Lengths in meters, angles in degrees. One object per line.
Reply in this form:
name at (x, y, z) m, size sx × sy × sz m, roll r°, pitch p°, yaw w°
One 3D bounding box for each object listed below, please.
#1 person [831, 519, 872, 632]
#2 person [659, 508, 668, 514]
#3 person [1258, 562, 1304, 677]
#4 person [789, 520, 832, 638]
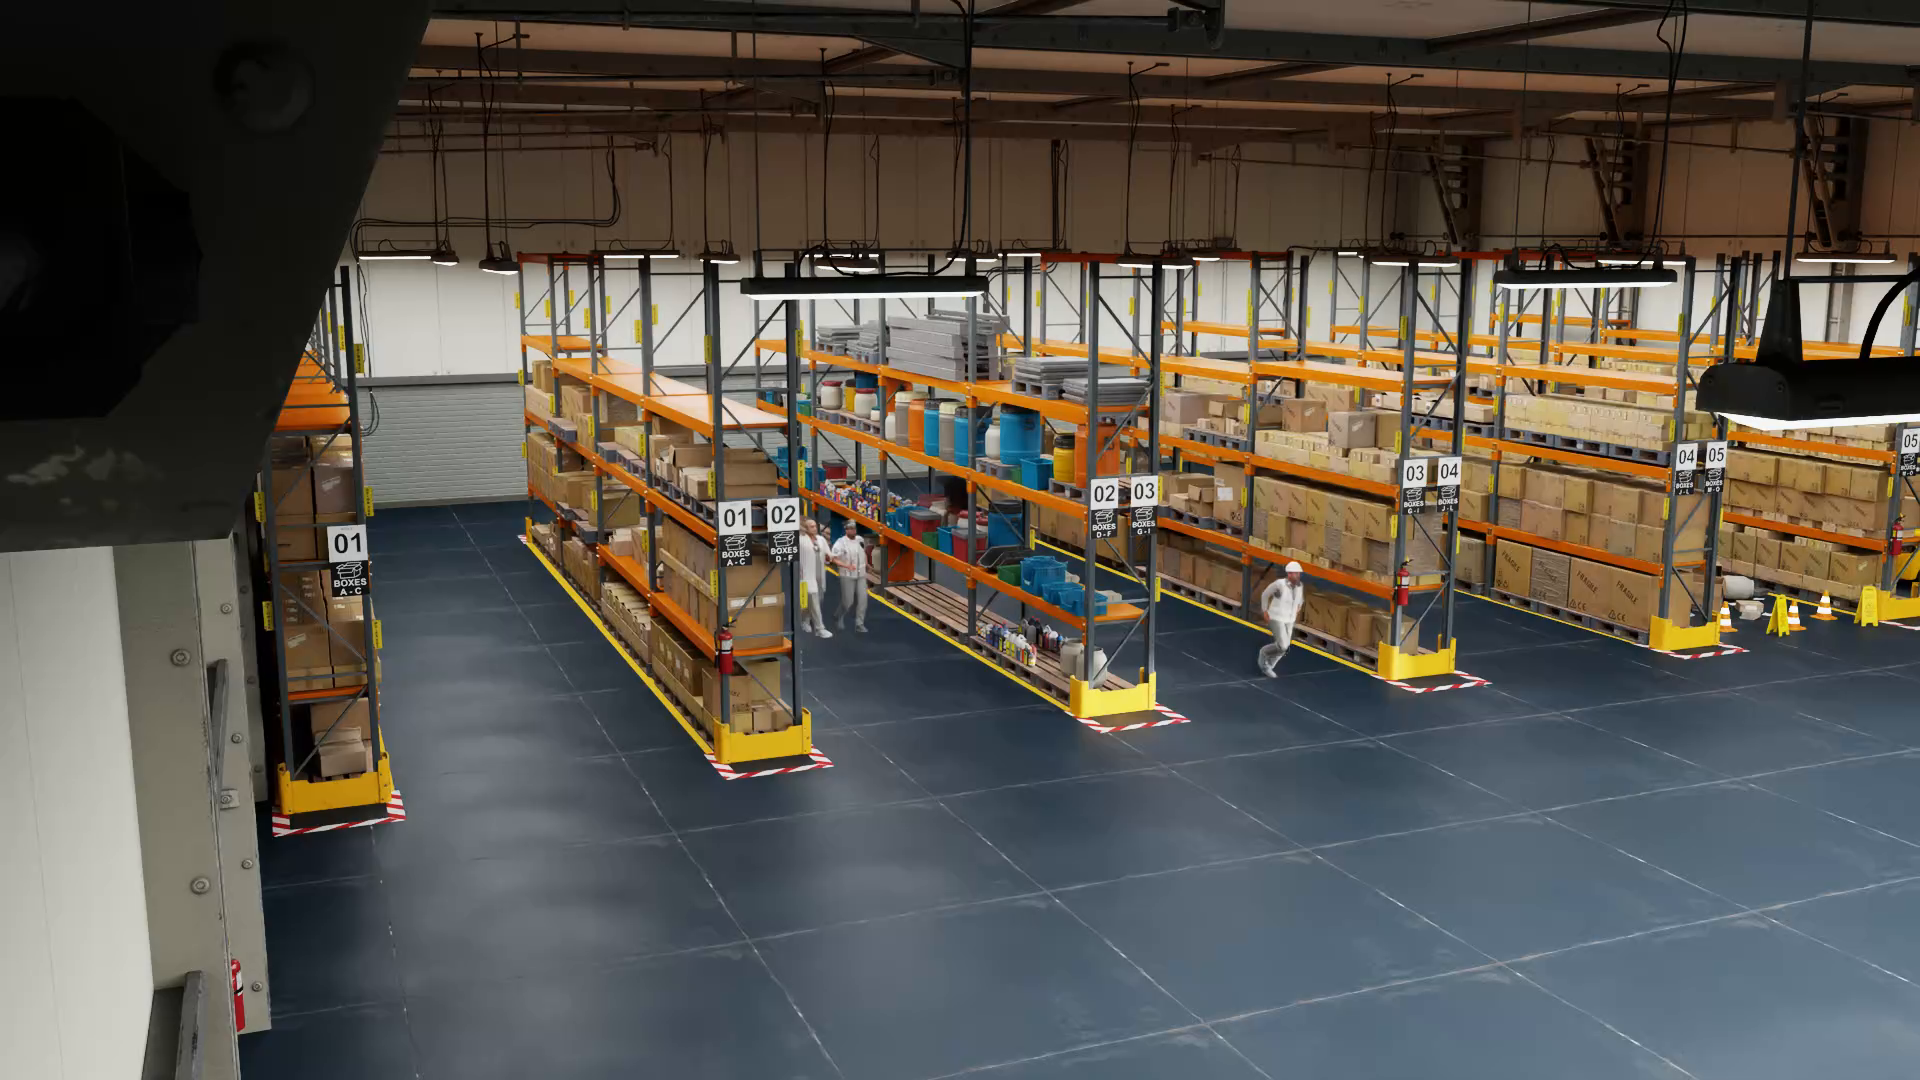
person at (-1.655, 0.547, 25.655) m, size 0.674 × 1.786 × 0.720 m, roll -7°, pitch 13°, yaw -34°
person at (-5.857, -0.623, 33.566) m, size 0.660 × 1.773 × 0.940 m, roll -7°, pitch 12°, yaw -32°
person at (4.698, 1.140, 24.142) m, size 0.629 × 1.702 × 0.619 m, roll -7°, pitch 13°, yaw -34°
person at (-2.232, 0.587, 25.321) m, size 0.714 × 1.805 × 0.946 m, roll -9°, pitch 14°, yaw -41°
